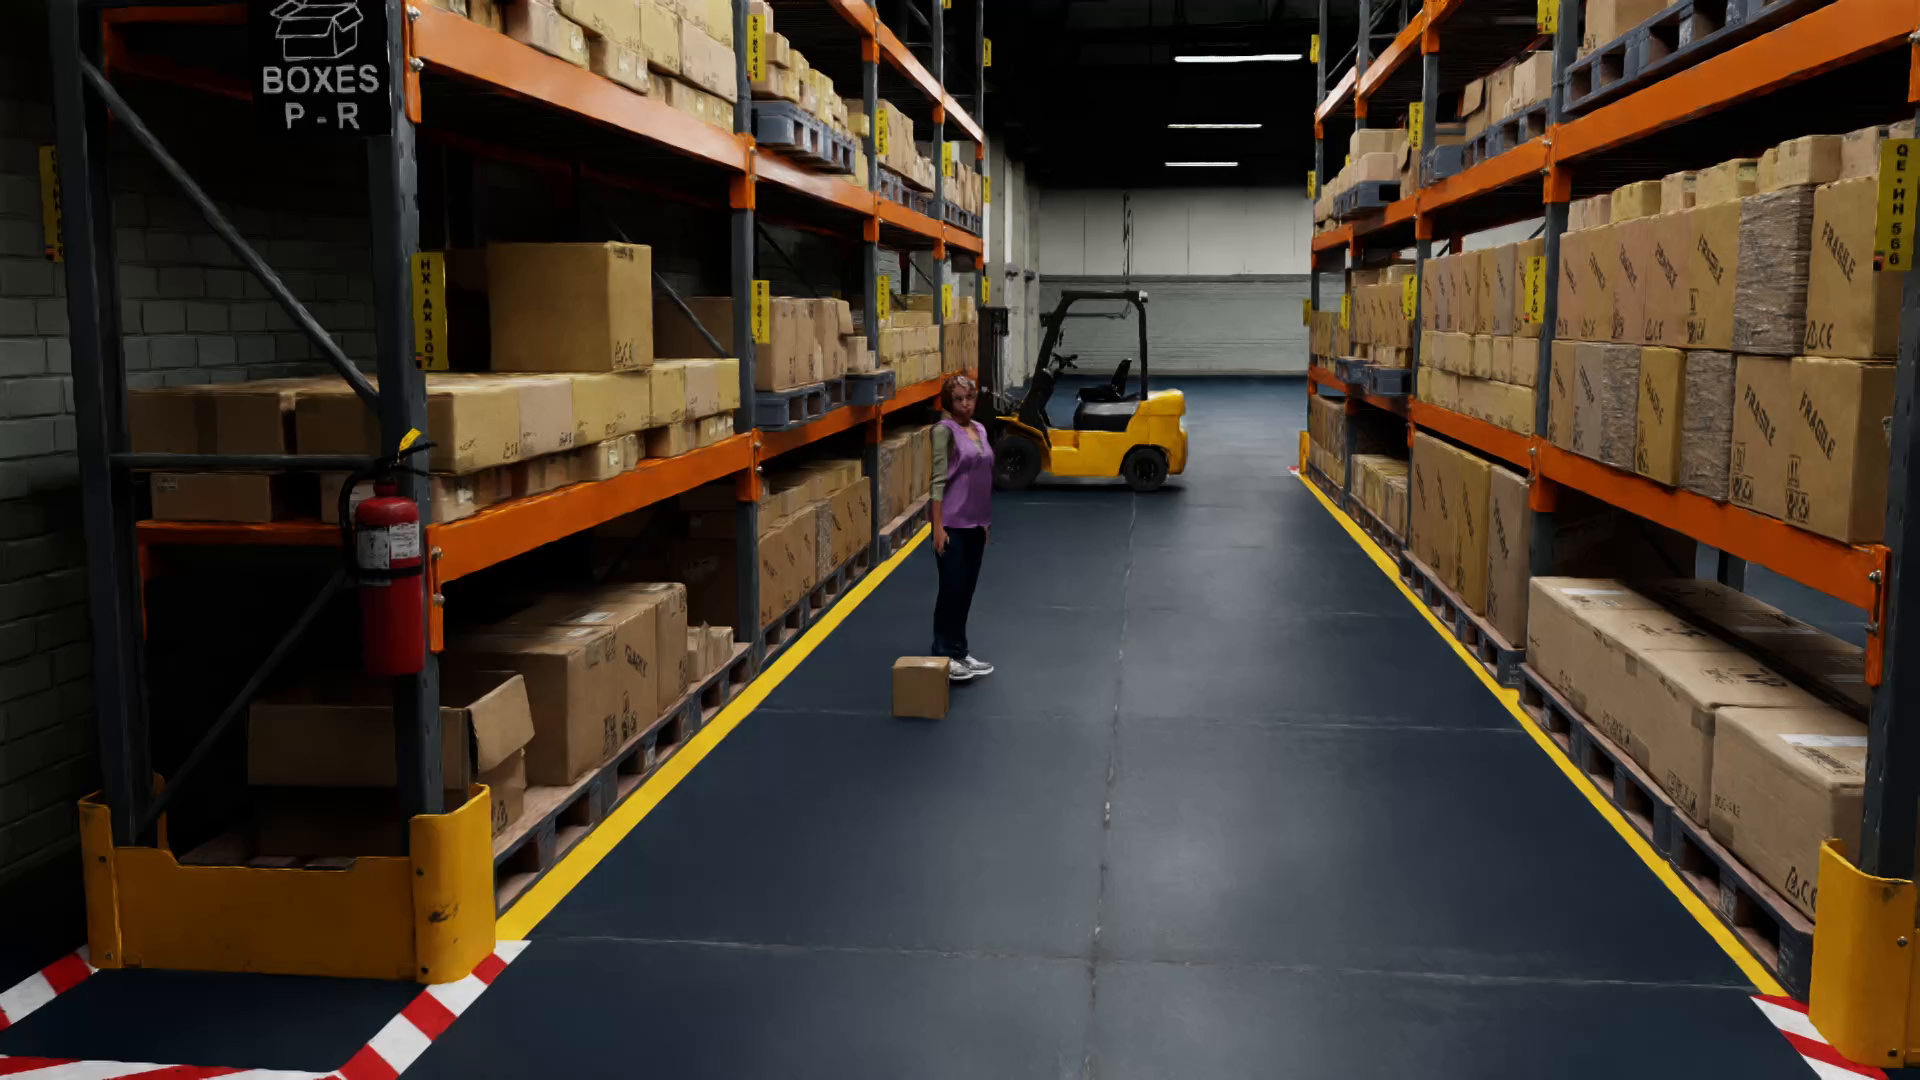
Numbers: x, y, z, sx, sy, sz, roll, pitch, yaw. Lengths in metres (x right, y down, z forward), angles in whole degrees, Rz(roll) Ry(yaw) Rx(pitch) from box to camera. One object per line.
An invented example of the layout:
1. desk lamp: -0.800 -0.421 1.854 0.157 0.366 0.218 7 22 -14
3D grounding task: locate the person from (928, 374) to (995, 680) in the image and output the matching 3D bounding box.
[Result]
1. person: 0.002 -0.066 8.699 0.326 1.599 0.465 6 10 36
